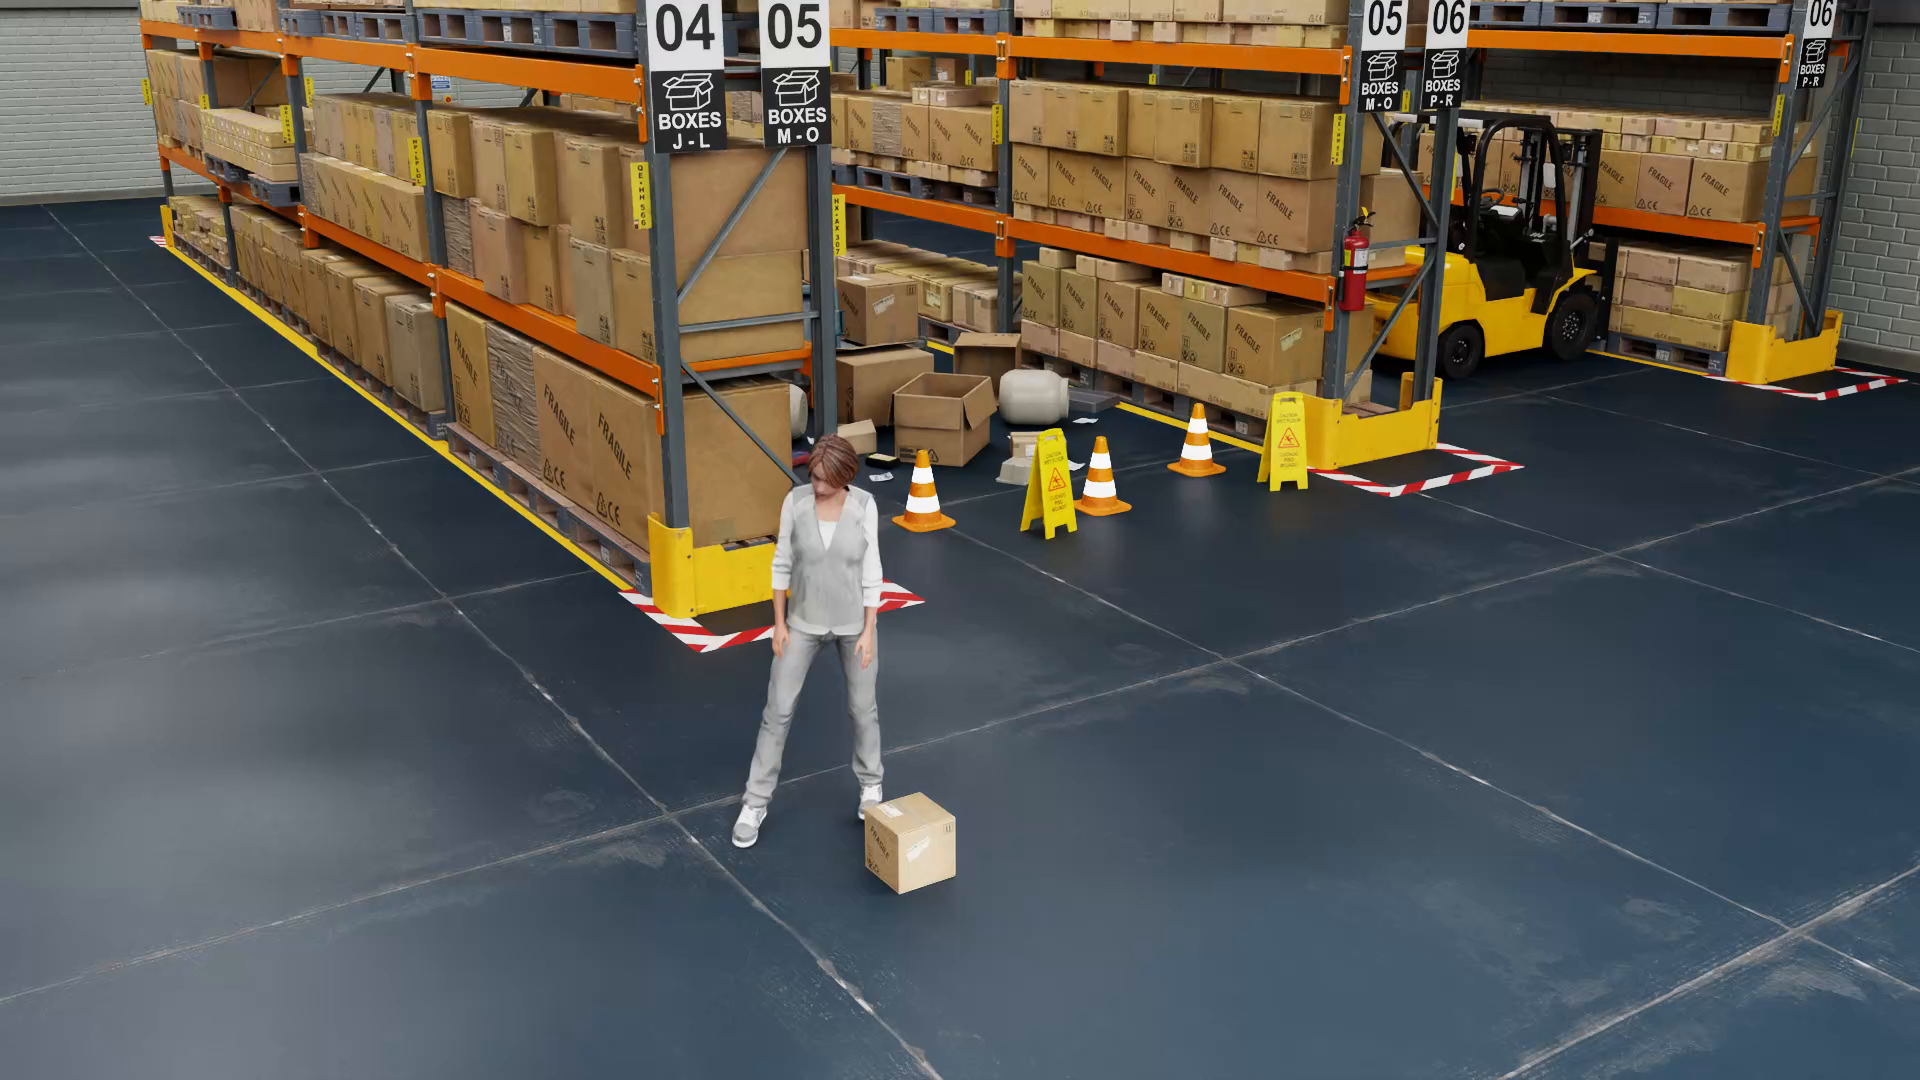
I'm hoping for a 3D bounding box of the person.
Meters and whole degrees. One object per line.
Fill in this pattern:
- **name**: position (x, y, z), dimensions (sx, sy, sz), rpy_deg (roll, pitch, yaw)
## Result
- **person**: position (-0.599, 0.377, 6.427), dimensions (0.608, 1.570, 0.467), rpy_deg (-1, 18, -4)
